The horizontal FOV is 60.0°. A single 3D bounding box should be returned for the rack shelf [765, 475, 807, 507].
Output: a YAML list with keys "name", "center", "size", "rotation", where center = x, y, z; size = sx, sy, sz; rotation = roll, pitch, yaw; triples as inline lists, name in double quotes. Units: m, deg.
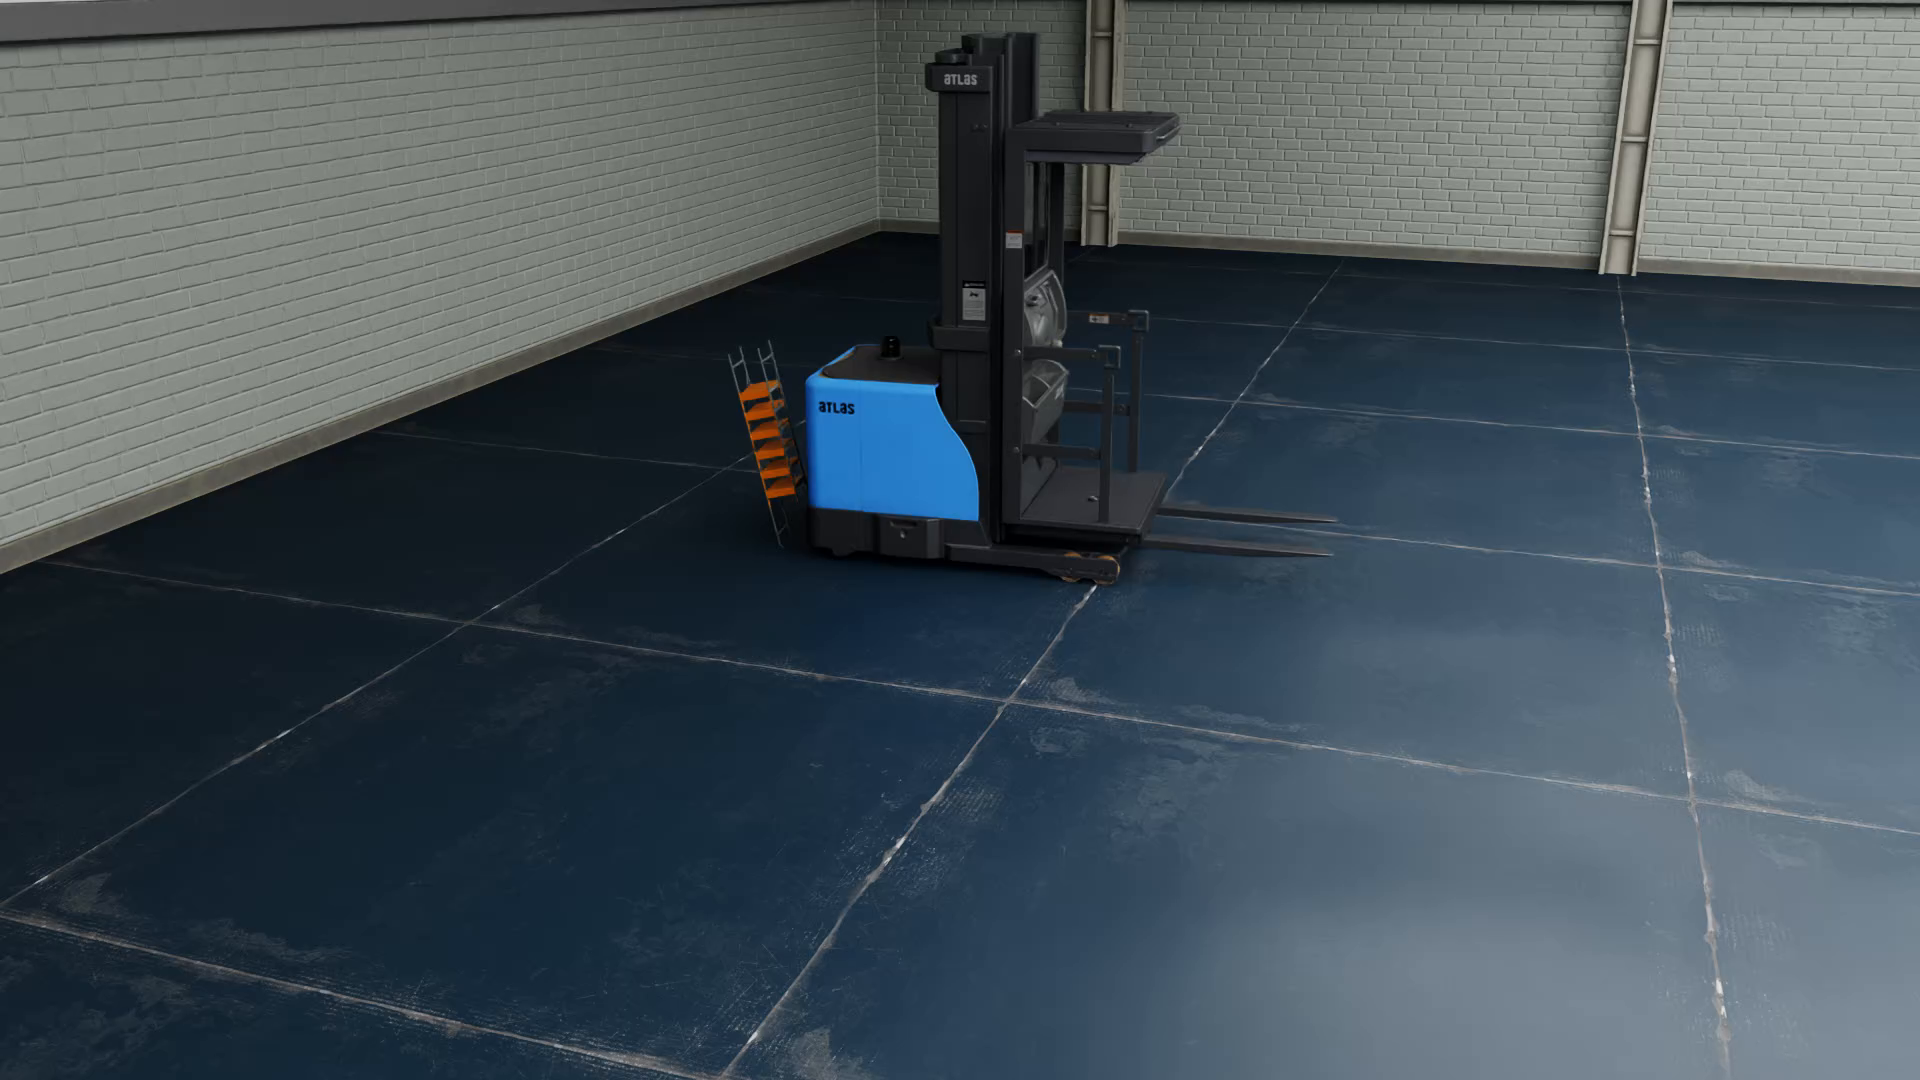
- name: "rack shelf"
  center: [-1.033, -0.298, 9.930]
  size: [0.180, 0.103, 0.258]
  rotation: [-9, 17, 13]

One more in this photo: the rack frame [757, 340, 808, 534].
- name: "rack frame"
  center: [-1.008, -0.577, 9.828]
  size: [0.006, 1.200, 0.240]
  rotation: [-9, 17, 13]

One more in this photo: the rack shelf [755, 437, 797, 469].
- name: "rack shelf"
  center: [-1.086, -0.522, 9.862]
  size: [0.180, 0.103, 0.258]
  rotation: [-9, 17, 13]

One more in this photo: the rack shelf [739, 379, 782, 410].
- name: "rack shelf"
  center: [-1.166, -0.857, 9.759]
  size: [0.180, 0.103, 0.258]
  rotation: [-9, 17, 13]

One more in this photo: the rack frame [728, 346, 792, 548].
- name: "rack frame"
  center: [-1.184, -0.548, 9.870]
  size: [0.006, 1.200, 0.240]
  rotation: [-9, 17, 13]

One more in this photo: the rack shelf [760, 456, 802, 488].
- name: "rack shelf"
  center: [-1.060, -0.410, 9.896]
  size: [0.180, 0.103, 0.258]
  rotation: [-9, 17, 13]

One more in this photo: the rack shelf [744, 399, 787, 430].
- name: "rack shelf"
  center: [-1.140, -0.745, 9.793]
  size: [0.180, 0.103, 0.258]
  rotation: [-9, 17, 13]

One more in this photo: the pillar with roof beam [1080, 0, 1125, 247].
- name: "pillar with roof beam"
  center: [0.309, -6.567, 15.245]
  size: [0.400, 9.000, 9.100]
  rotation: [7, 20, 18]

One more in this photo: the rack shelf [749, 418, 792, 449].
- name: "rack shelf"
  center: [-1.113, -0.633, 9.827]
  size: [0.180, 0.103, 0.258]
  rotation: [-9, 17, 13]

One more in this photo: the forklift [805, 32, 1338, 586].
- name: "forklift"
  center: [0.672, -1.322, 9.416]
  size: [3.031, 2.935, 1.130]
  rotation: [5, 20, 14]

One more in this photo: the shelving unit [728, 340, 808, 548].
- name: "shelving unit"
  center: [-1.096, -0.563, 9.849]
  size: [0.189, 1.200, 0.258]
  rotation: [-9, 17, 13]

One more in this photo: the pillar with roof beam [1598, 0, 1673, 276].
- name: "pillar with roof beam"
  center: [5.977, -5.919, 13.386]
  size: [0.400, 9.000, 9.100]
  rotation: [7, 20, 18]
